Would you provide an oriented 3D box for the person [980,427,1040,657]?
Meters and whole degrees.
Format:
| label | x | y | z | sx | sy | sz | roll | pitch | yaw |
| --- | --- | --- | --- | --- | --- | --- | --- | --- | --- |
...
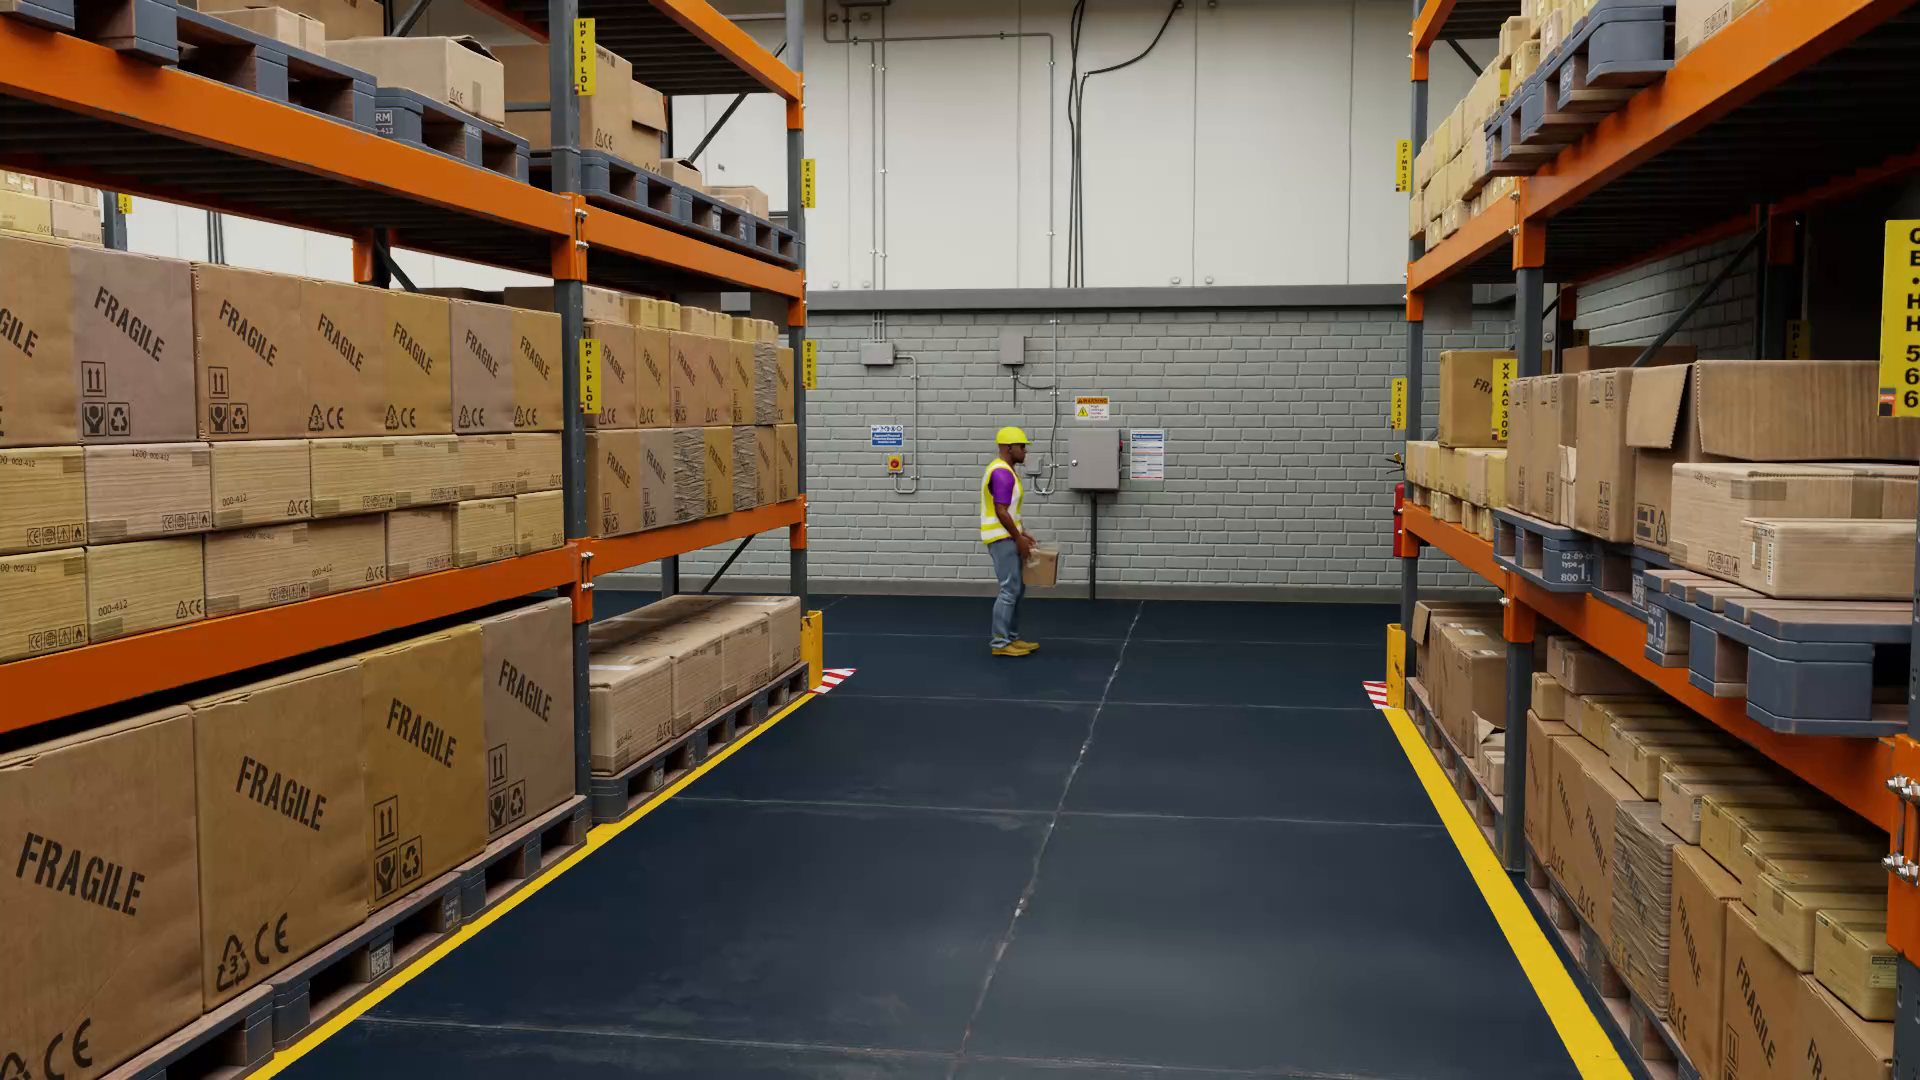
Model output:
| label | x | y | z | sx | sy | sz | roll | pitch | yaw |
| --- | --- | --- | --- | --- | --- | --- | --- | --- | --- |
| person | 0.386 | 0.006 | 12.946 | 0.456 | 1.763 | 0.580 | 1 | 4 | 7 |
